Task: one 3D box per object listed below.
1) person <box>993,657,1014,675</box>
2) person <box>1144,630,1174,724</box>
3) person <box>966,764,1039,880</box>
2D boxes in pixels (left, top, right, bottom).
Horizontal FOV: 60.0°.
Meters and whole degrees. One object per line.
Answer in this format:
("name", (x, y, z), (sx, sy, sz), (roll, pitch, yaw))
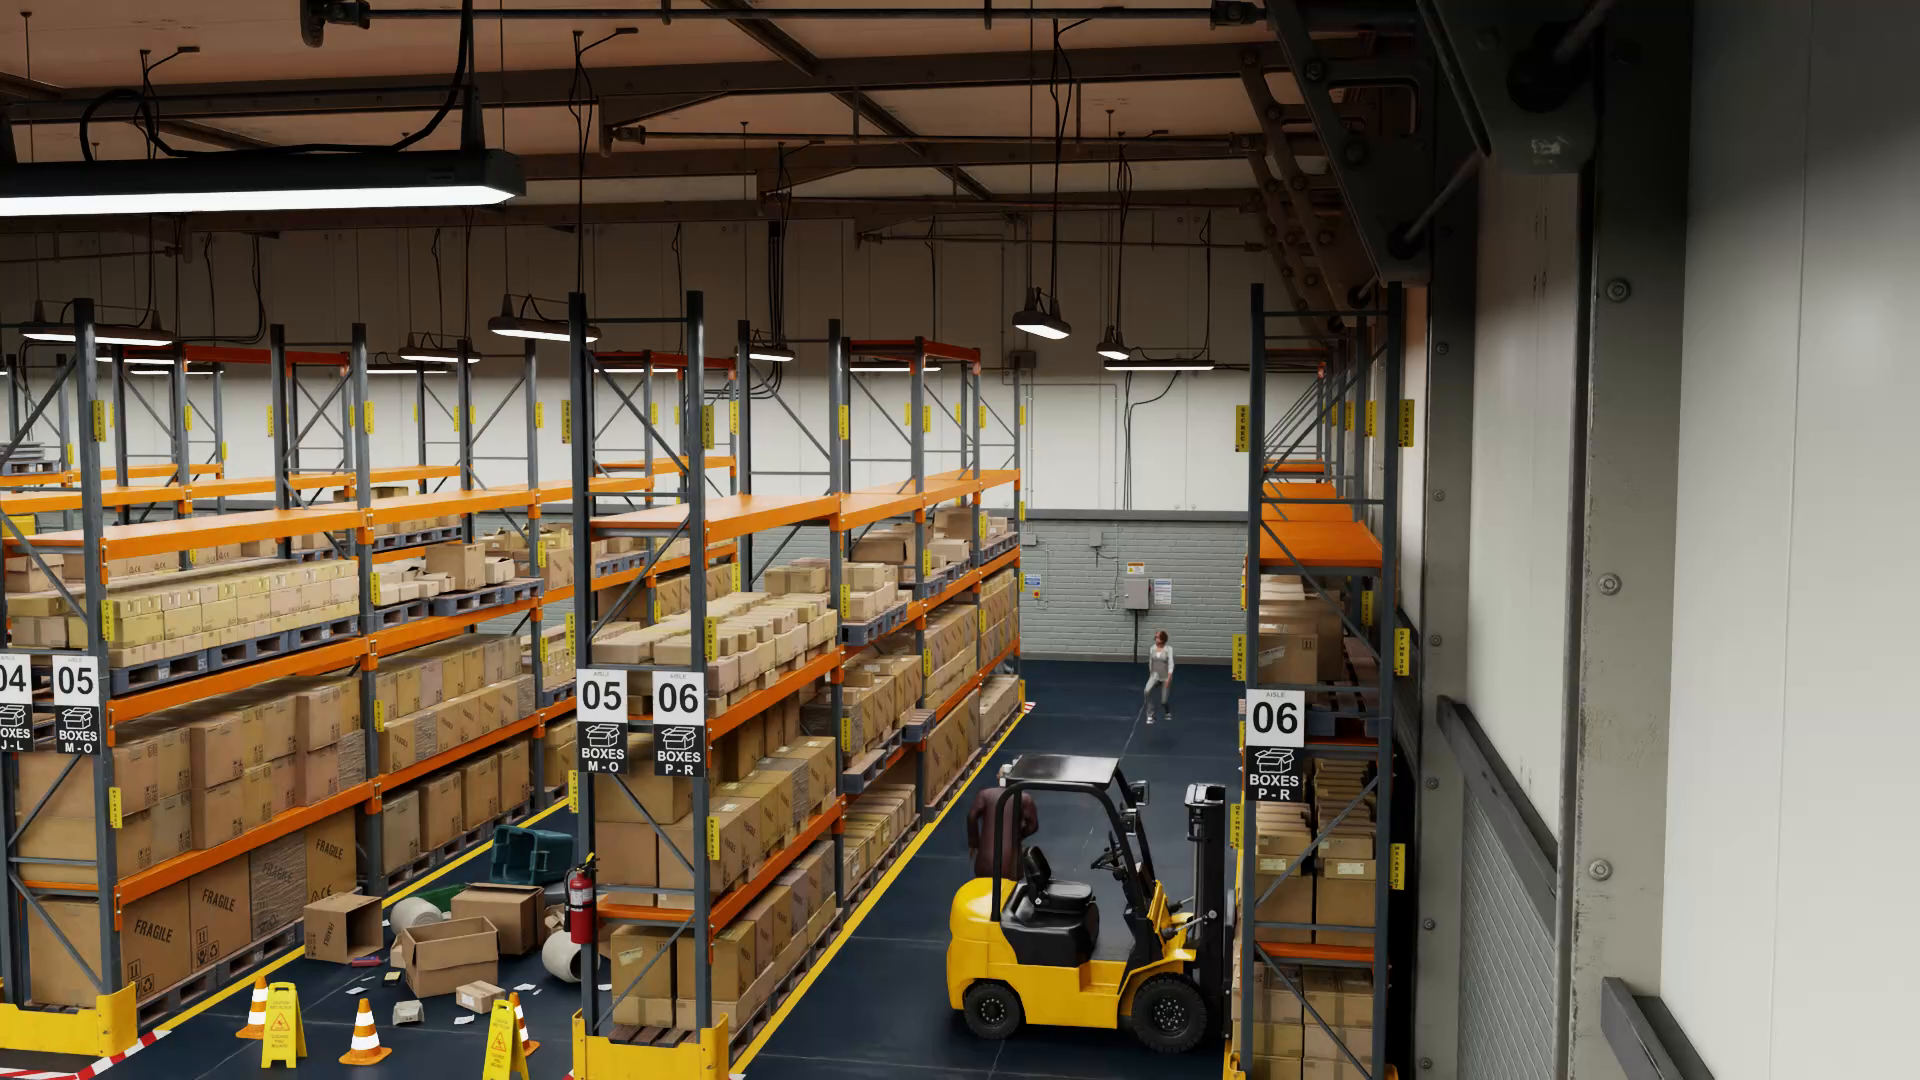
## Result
("person", (0.773, 1.850, 30.111), (0.667, 1.758, 0.543), (-3, 5, -31))
("person", (3.089, 2.112, 25.675), (0.432, 1.432, 0.911), (2, 5, 21))
("person", (0.409, 3.037, 16.147), (0.684, 1.673, 0.829), (1, 5, 10))
